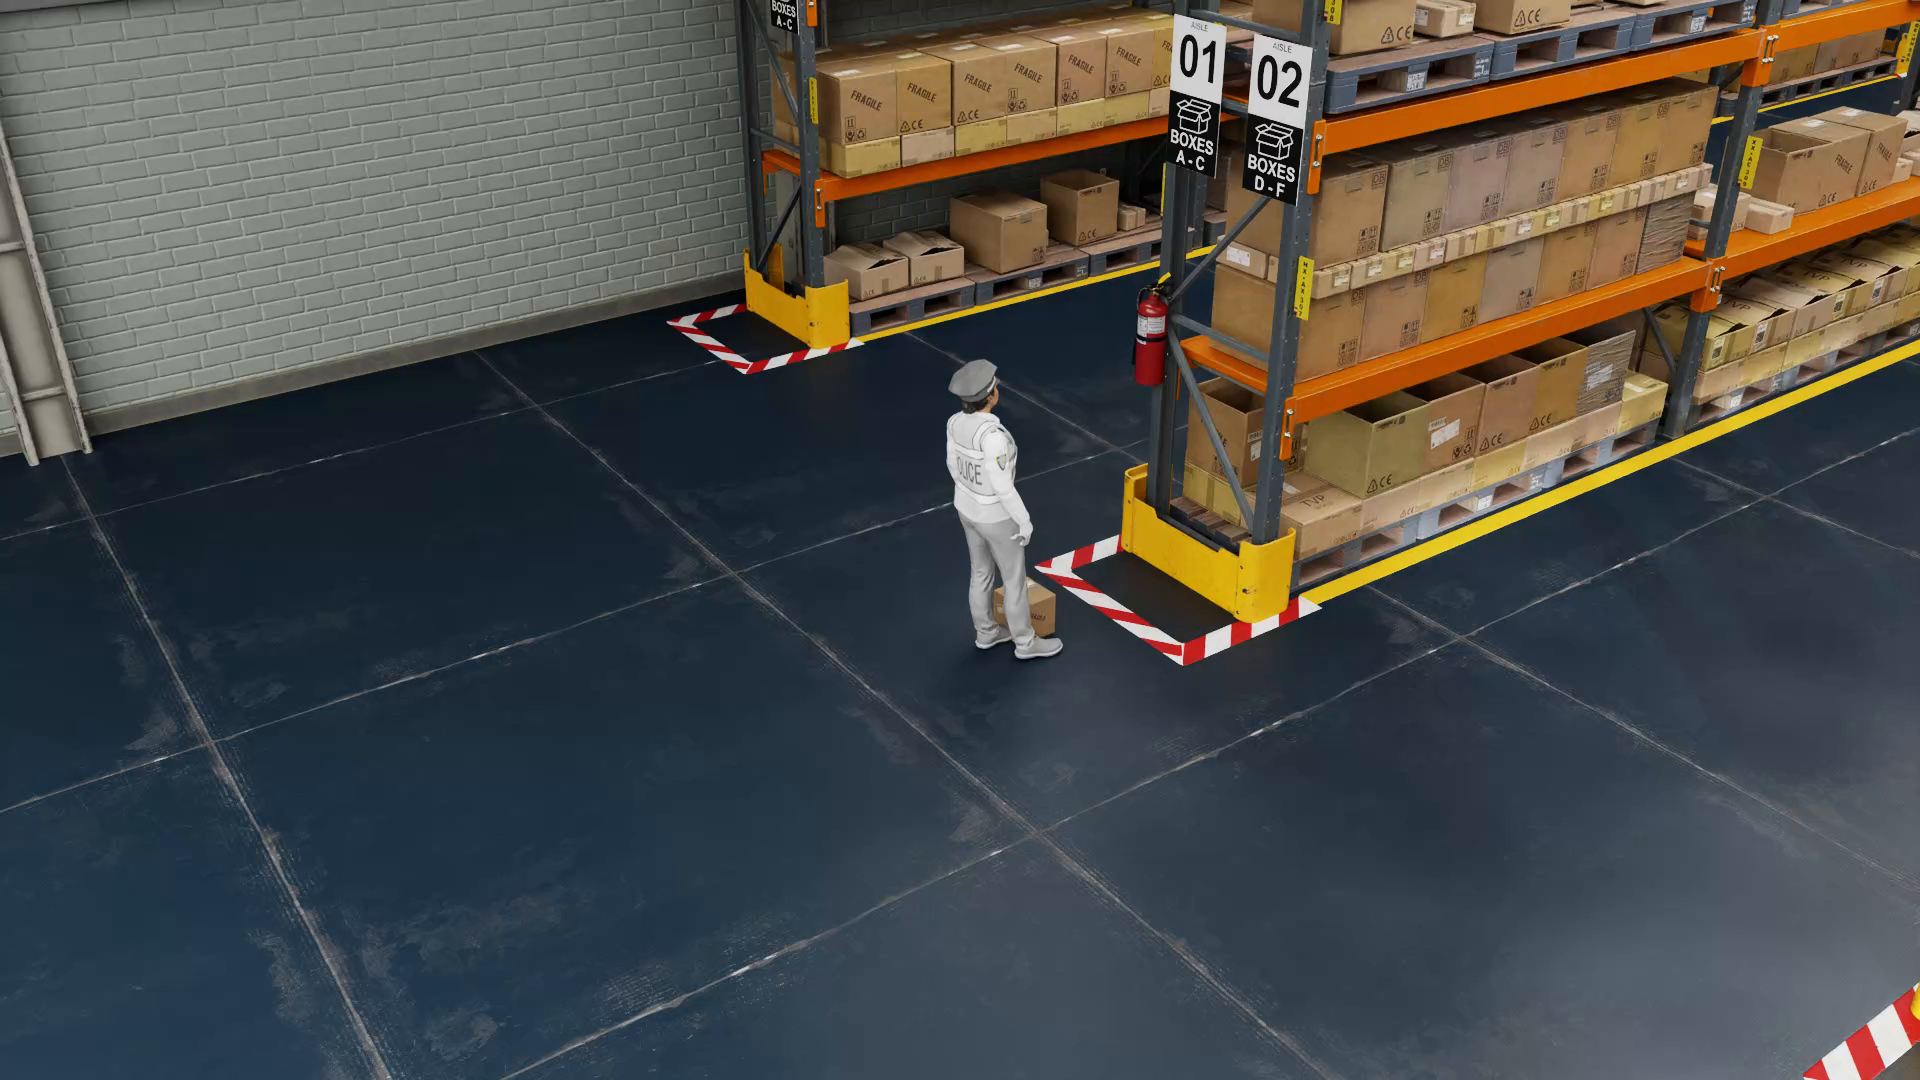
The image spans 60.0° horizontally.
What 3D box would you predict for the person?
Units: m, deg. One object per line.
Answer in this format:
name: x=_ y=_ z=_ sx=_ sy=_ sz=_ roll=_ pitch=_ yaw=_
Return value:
person: x=0.210 y=-0.170 z=8.881 sx=0.529 sy=1.694 sz=0.587 roll=-19 pitch=34 yaw=-30
